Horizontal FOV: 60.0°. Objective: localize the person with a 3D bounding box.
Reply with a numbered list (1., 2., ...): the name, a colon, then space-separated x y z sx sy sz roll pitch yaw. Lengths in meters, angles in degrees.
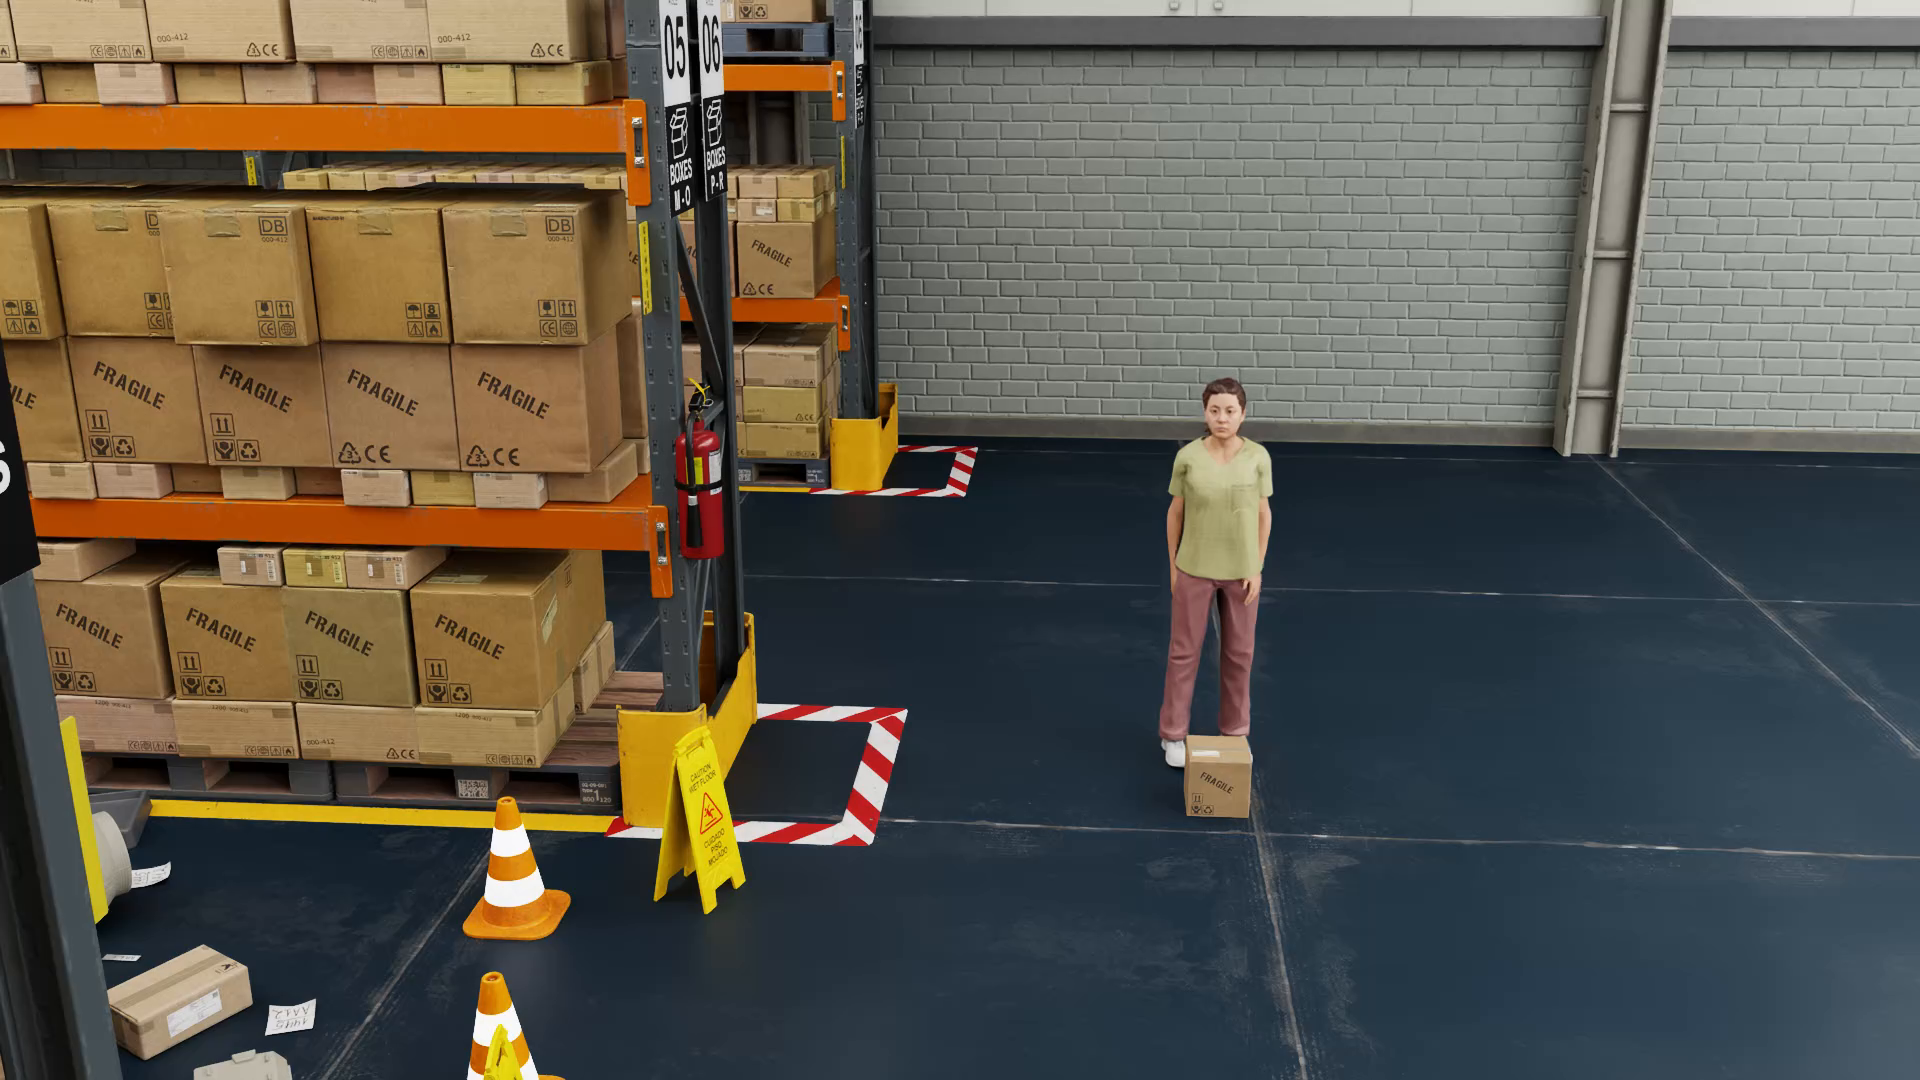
1. person: 1.093 0.144 7.071 0.444 1.673 0.409 1 18 5
